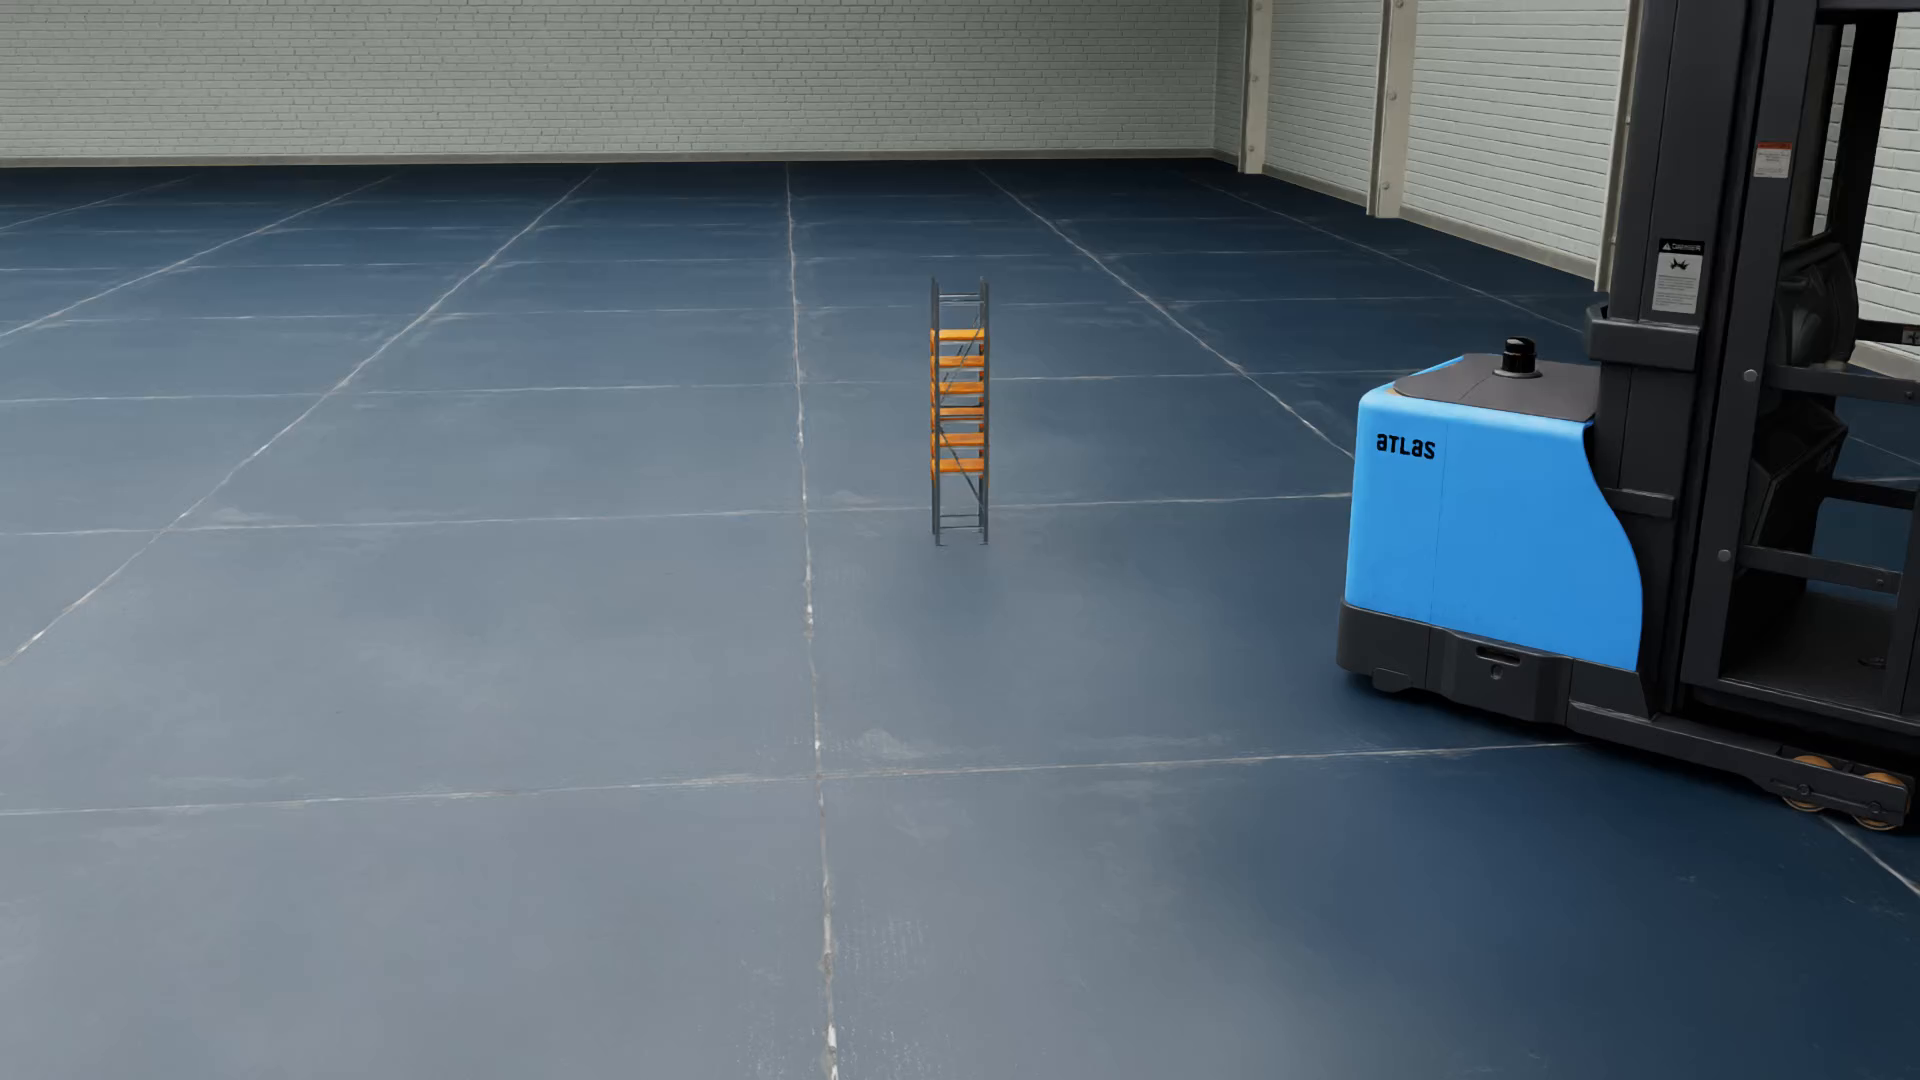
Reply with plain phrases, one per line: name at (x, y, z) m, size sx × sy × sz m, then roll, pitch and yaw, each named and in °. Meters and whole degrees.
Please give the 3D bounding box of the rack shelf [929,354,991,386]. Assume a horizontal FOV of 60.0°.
rack shelf at (-0.002, -0.763, 7.453) m, size 0.258 × 0.103 × 0.180 m, roll -2°, pitch 18°, yaw -6°

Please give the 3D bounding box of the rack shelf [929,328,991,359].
rack shelf at (-0.002, -0.878, 7.417) m, size 0.258 × 0.103 × 0.180 m, roll -2°, pitch 18°, yaw -6°

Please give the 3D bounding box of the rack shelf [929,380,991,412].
rack shelf at (-0.002, -0.649, 7.488) m, size 0.258 × 0.103 × 0.180 m, roll -2°, pitch 18°, yaw -6°

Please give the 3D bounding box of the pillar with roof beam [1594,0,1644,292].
pillar with roof beam at (1.489, -6.310, 12.751) m, size 9.100 × 9.000 × 0.400 m, roll -2°, pitch 18°, yaw -6°

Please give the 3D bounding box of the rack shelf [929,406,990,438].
rack shelf at (-0.002, -0.534, 7.524) m, size 0.258 × 0.103 × 0.180 m, roll -2°, pitch 18°, yaw -6°

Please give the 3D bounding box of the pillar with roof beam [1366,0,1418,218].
pillar with roof beam at (0.870, -8.097, 18.445) m, size 9.100 × 9.000 × 0.400 m, roll -2°, pitch 18°, yaw -6°

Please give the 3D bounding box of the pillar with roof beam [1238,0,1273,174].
pillar with roof beam at (0.252, -9.885, 24.139) m, size 9.100 × 9.000 × 0.400 m, roll -2°, pitch 18°, yaw -6°

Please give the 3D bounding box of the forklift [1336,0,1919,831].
forklift at (2.827, -0.716, 5.065) m, size 3.031 × 2.935 × 1.130 m, roll 14°, pitch 22°, yaw 37°

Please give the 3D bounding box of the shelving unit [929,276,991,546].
shelving unit at (-0.002, -0.577, 7.511) m, size 0.258 × 1.200 × 0.189 m, roll -2°, pitch 18°, yaw -6°

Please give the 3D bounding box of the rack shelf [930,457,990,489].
rack shelf at (-0.001, -0.305, 7.596) m, size 0.258 × 0.103 × 0.180 m, roll -2°, pitch 18°, yaw -6°

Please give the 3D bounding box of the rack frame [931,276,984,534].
rack frame at (-0.011, -0.604, 7.598) m, size 0.240 × 1.200 × 0.006 m, roll -2°, pitch 18°, yaw -6°

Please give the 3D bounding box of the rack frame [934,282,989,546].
rack frame at (0.008, -0.550, 7.424) m, size 0.240 × 1.200 × 0.006 m, roll -2°, pitch 18°, yaw -6°

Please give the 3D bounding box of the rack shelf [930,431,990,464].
rack shelf at (-0.001, -0.420, 7.560) m, size 0.258 × 0.103 × 0.180 m, roll -2°, pitch 18°, yaw -6°
